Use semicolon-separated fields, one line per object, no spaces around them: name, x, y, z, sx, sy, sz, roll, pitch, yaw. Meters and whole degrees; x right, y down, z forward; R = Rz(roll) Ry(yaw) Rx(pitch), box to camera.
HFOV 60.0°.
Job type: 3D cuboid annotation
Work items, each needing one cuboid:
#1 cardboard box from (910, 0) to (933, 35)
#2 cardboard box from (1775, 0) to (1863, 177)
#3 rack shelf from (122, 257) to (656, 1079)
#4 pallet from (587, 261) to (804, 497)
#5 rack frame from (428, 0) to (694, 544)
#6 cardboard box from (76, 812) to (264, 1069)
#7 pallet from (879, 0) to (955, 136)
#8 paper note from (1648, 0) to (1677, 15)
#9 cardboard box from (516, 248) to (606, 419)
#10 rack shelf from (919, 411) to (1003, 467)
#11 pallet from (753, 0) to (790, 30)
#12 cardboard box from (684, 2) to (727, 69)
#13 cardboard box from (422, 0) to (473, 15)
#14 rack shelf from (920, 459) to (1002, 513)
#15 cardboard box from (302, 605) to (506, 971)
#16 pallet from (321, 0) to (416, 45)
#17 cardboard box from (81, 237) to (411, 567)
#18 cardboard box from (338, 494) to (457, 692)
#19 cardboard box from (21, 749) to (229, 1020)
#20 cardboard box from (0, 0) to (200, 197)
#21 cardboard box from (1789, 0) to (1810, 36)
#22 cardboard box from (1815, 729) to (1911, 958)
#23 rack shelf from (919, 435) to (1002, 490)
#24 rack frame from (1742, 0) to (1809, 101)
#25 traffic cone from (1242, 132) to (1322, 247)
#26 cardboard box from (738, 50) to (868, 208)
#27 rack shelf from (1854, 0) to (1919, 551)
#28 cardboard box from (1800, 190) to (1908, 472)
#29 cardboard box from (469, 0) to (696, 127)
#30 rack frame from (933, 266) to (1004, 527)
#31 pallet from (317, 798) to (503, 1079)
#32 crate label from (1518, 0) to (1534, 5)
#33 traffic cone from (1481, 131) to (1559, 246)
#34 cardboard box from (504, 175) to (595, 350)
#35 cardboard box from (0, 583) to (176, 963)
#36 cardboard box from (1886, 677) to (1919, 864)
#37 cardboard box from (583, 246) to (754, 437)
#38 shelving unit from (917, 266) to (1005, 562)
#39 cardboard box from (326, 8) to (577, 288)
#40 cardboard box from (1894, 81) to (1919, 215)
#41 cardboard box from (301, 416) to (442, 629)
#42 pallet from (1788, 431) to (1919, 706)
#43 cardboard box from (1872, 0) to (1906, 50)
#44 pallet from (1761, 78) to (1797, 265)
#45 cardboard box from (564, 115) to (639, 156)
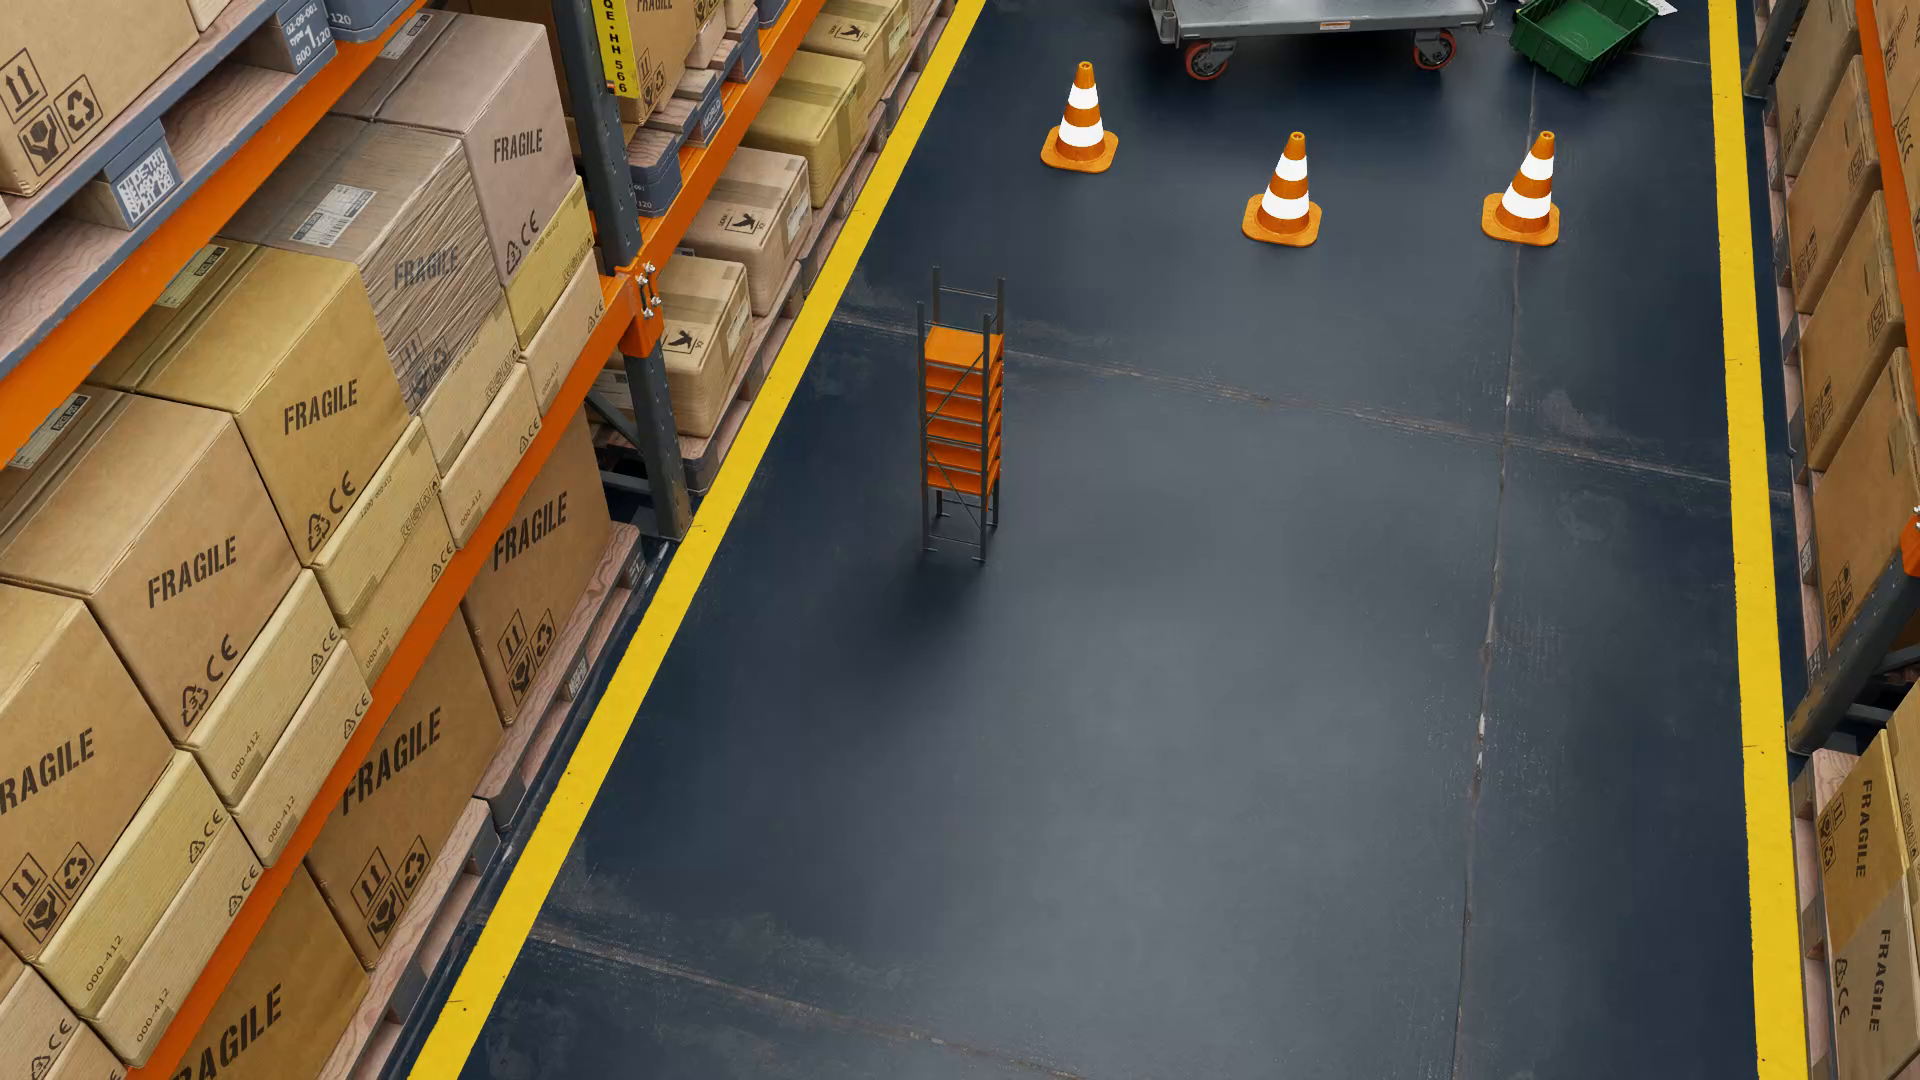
cardboard box;-0.593;-2.904;8.285;0.950;0.372;0.625;12;50;11
cardboard box;4.268;-2.038;7.269;1.050;0.750;0.750;11;50;10
rack shelf;-2.037;0.564;4.232;1.077;0.370;4.000;12;50;10
pallet;-1.303;-0.763;6.783;1.003;0.211;1.213;12;50;10
rack frame;-1.510;-1.121;5.239;1.000;3.000;0.127;12;50;10
cardboard box;-1.908;0.813;3.631;0.500;0.250;0.500;11;50;10
pallet;-0.661;-2.528;8.341;1.003;0.211;1.213;12;50;10
paper note;3.648;-2.793;8.695;0.147;0.020;0.142;-19;51;-16
cardboard box;-1.393;-0.654;4.927;0.500;0.250;0.500;10;49;9
rack shelf;0.004;-0.378;5.843;0.258;0.103;0.180;12;50;10
pallet;-1.029;-2.498;6.582;1.003;0.211;1.213;12;50;10
cardboard box;-1.022;-1.762;5.692;0.380;0.149;0.250;9;49;8
cardboard box;-1.659;-1.775;5.271;0.500;0.500;0.500;10;49;9
rack shelf;0.004;-0.219;6.023;0.258;0.103;0.180;12;50;10
cardboard box;-2.011;0.571;4.883;0.875;0.875;0.875;12;50;10
pallet;-1.629;-1.575;3.765;1.213;0.211;1.003;14;50;12
cardboard box;-1.658;-0.329;3.806;0.500;0.500;0.500;12;50;10
cardboard box;-1.660;0.079;4.279;0.500;0.250;0.500;11;50;10
cardboard box;-1.907;0.651;3.441;0.500;0.250;0.500;12;50;11
cardboard box;-1.694;-0.954;2.744;0.500;0.500;0.500;12;50;10
cardboard box;4.578;-2.988;8.023;0.875;0.875;0.875;12;50;11
cardboard box;2.860;0.932;4.814;0.500;0.500;0.500;10;49;8
rack shelf;0.004;-0.299;5.933;0.258;0.103;0.180;12;50;10
rack frame;4.345;-3.111;6.995;1.000;3.000;0.127;12;50;10
traffic cone;1.455;-1.595;7.349;0.336;0.463;0.334;12;50;10
cardboard box;-0.960;-1.880;7.381;0.950;0.372;0.625;13;50;11
rack shelf;3.818;-1.426;5.988;1.077;0.370;4.000;12;50;10
cardboard box;3.766;-0.668;6.059;1.050;0.750;0.750;12;50;11
cardboard box;-1.169;-1.671;5.179;0.500;0.500;0.500;10;49;9
rack frame;0.028;-0.474;5.868;0.240;1.200;0.006;12;50;10
pallet;-2.114;1.237;5.018;1.003;0.211;1.213;12;50;10
crate label;2.975;-2.963;8.774;0.298;0.136;0.250;-19;51;-16
traffic cone;2.535;-1.599;7.353;0.336;0.463;0.334;12;50;10
cardboard box;-1.393;-0.836;4.754;0.500;0.250;0.500;11;50;10
cardboard box;-1.928;0.411;3.153;0.500;0.500;0.500;10;49;9
cardboard box;2.877;0.674;4.542;0.500;0.250;0.500;10;49;8
cardboard box;-1.352;-0.797;6.426;0.950;0.372;0.625;9;49;7
shelving unit;0.004;-0.407;5.809;0.258;1.200;0.189;12;50;10
cardboard box;-1.394;-1.059;4.451;0.500;0.500;0.500;10;49;9
cardboard box;3.416;-1.351;5.375;0.500;0.500;0.500;11;49;9
cardboard box;-1.639;-0.091;4.096;0.500;0.250;0.500;10;49;9
pallet;3.572;0.150;5.977;1.003;0.211;1.213;12;50;10
cardboard box;3.680;-2.090;6.027;0.500;0.500;0.500;11;50;10
pallet;4.214;-1.615;7.535;1.003;0.211;1.213;12;50;10
cardboard box;-1.245;-1.375;5.351;0.380;0.149;0.250;9;49;8
